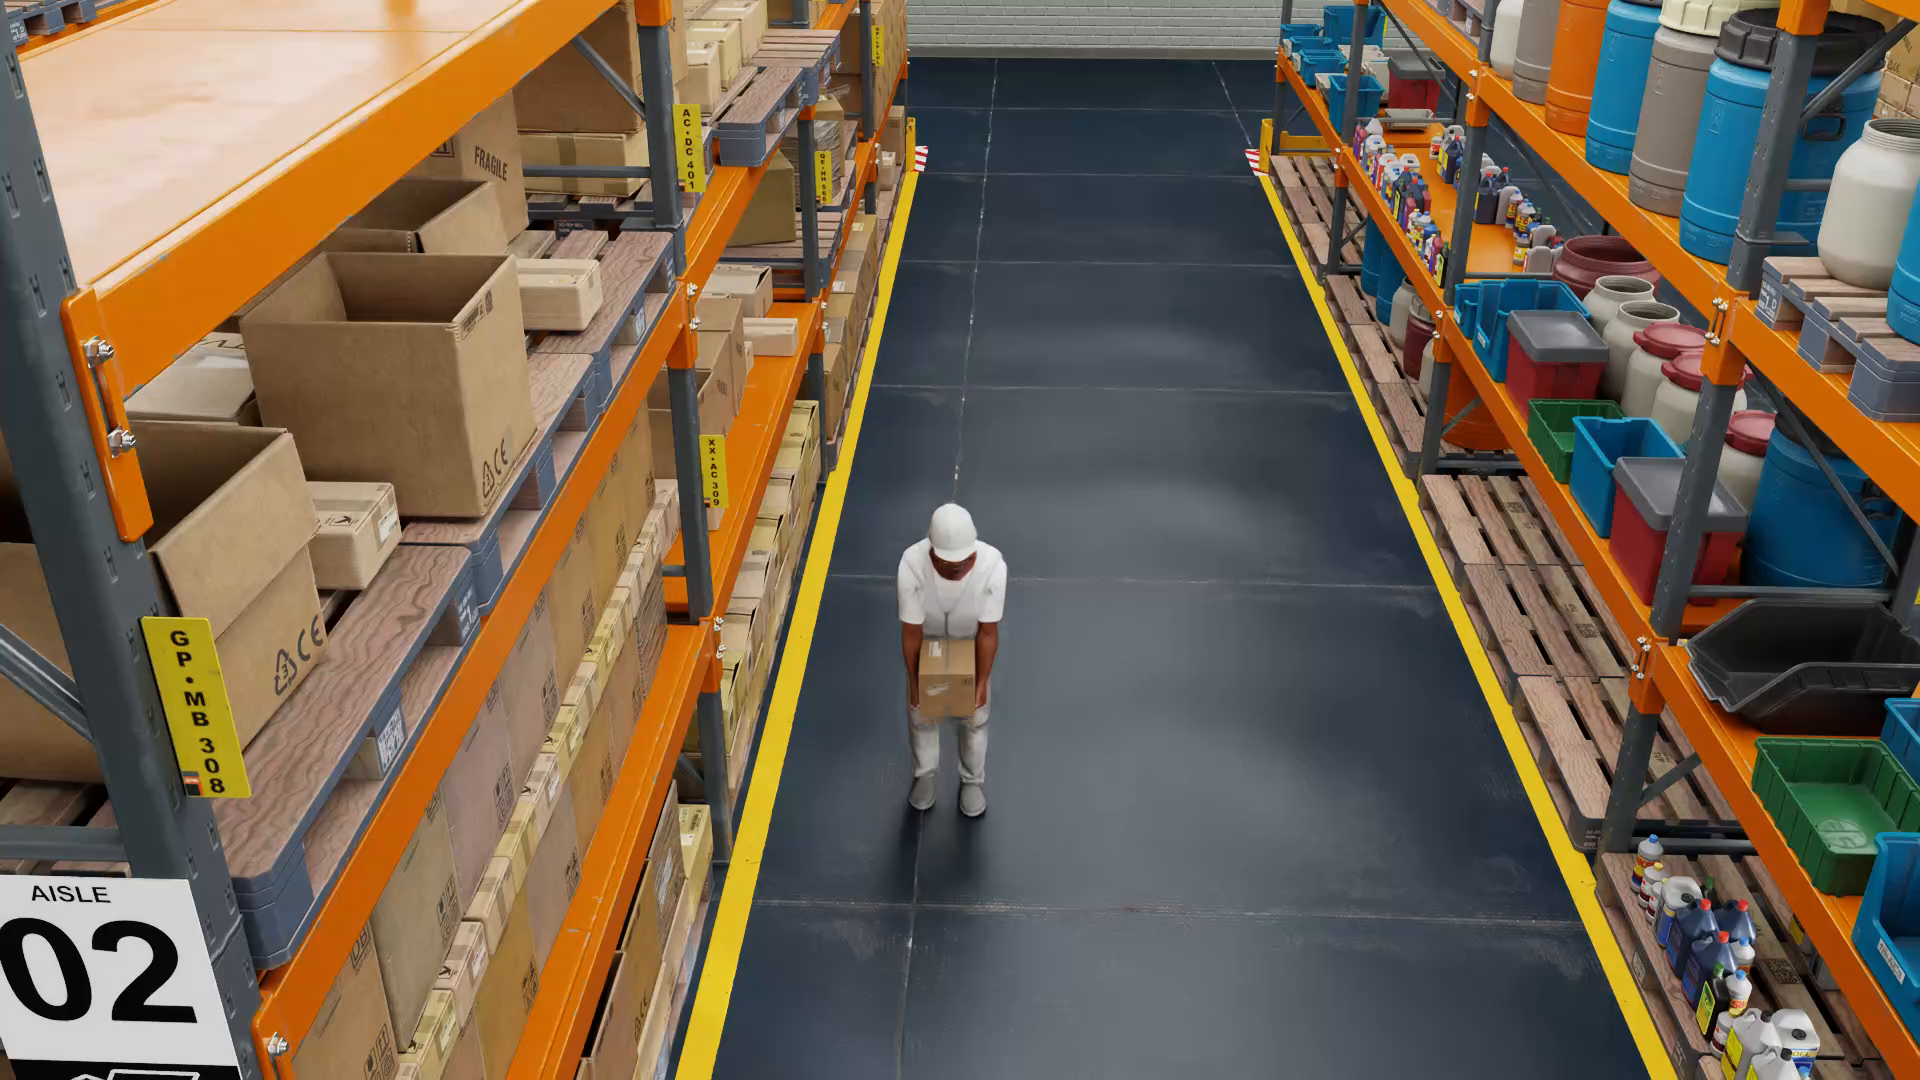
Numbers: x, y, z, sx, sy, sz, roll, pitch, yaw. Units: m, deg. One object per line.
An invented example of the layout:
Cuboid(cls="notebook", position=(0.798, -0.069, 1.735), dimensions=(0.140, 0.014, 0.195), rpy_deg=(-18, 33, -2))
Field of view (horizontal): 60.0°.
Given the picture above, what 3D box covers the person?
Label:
Cuboid(cls="person", position=(-0.035, 0.533, 7.661), dimensions=(0.488, 1.693, 0.637), rpy_deg=(0, 28, 1))
